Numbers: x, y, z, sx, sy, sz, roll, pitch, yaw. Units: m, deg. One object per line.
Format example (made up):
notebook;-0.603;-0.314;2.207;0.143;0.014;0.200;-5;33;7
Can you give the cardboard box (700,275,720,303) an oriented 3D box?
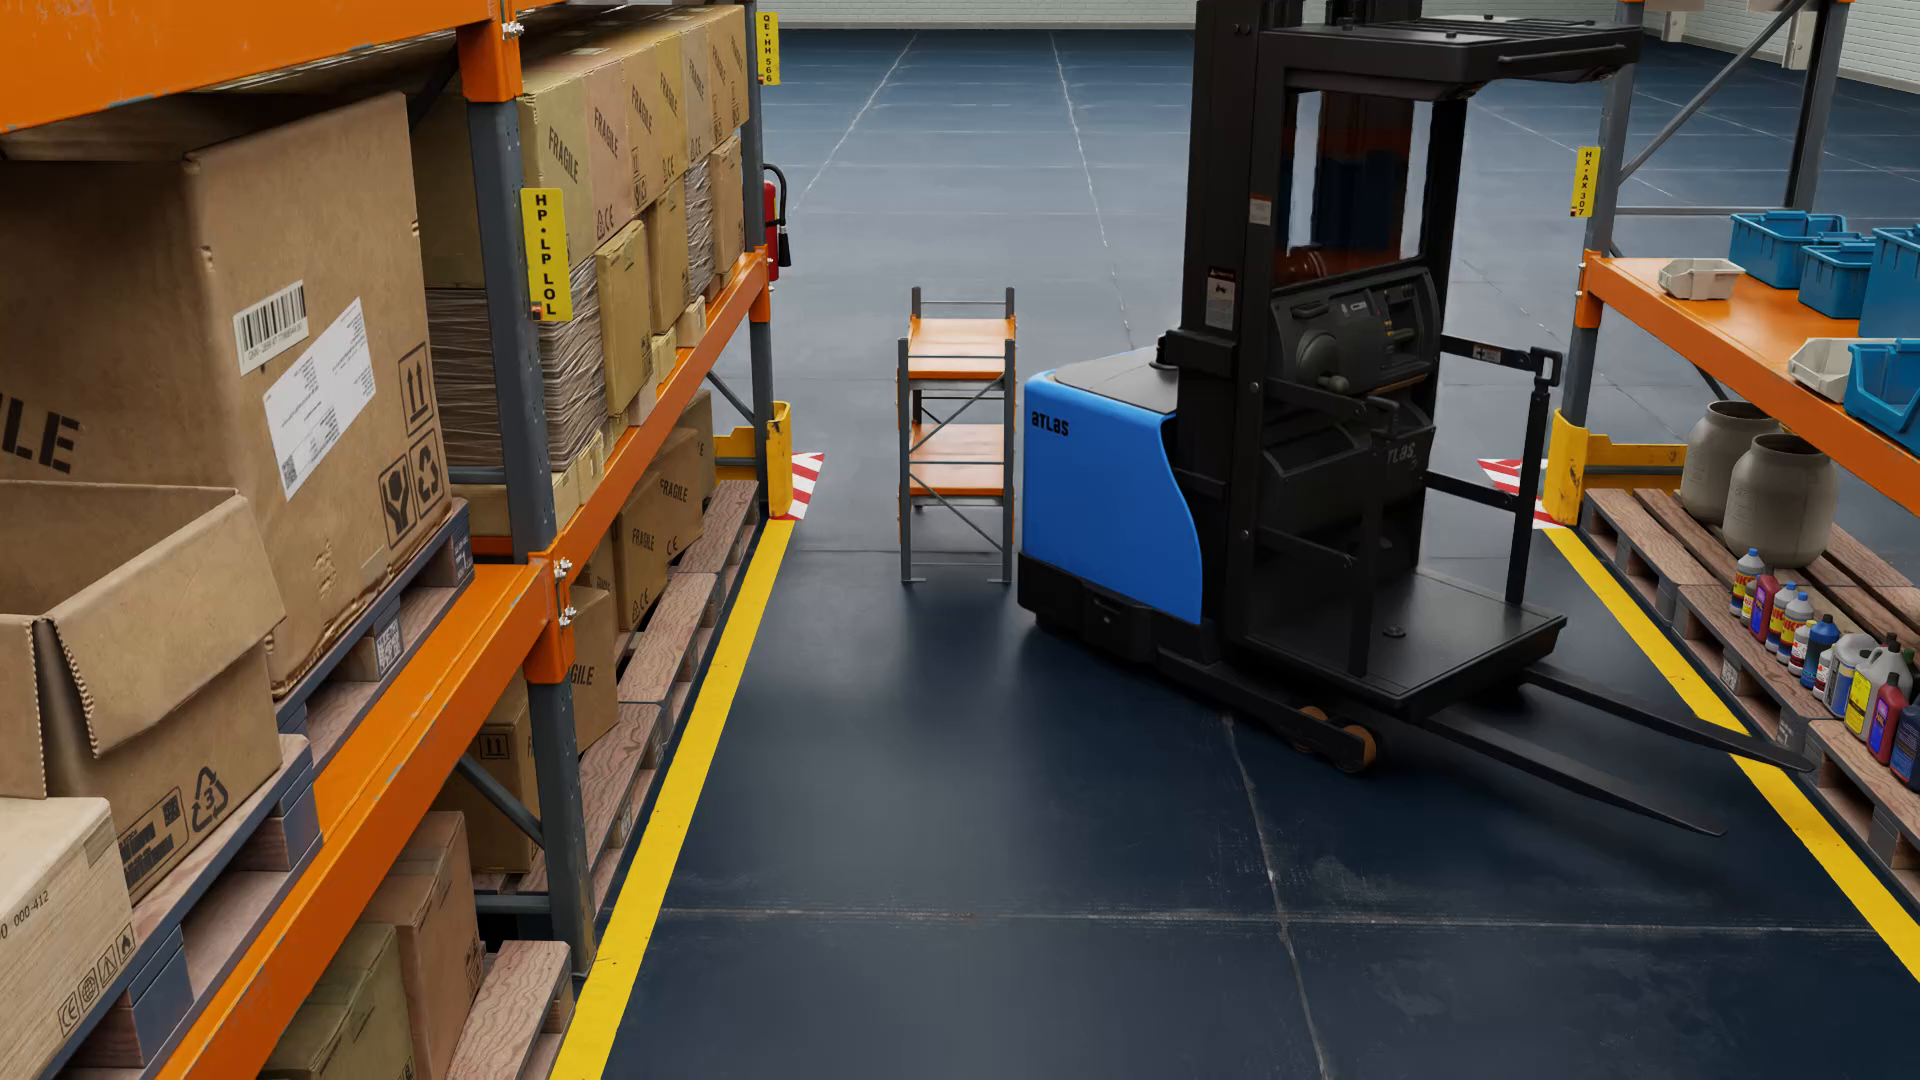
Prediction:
cardboard box;-1.236;-1.115;7.102;0.380;0.149;0.250;1;21;2

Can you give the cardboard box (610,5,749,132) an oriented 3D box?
cardboard box;-1.216;-2.059;7.256;0.500;0.500;0.500;1;21;2

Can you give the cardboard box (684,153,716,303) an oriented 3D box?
cardboard box;-1.444;-1.233;6.511;0.875;0.500;0.500;1;21;2

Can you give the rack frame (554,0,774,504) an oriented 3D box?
rack frame;-1.446;-1.609;8.028;1.000;3.000;0.127;1;21;2

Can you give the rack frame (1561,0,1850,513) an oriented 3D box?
rack frame;3.504;-1.554;7.888;1.000;3.000;0.127;1;21;2

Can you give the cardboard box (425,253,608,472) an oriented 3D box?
cardboard box;-1.492;-0.510;4.647;0.875;0.500;0.500;1;21;2

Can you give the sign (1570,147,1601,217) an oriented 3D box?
sign;2.955;-1.691;7.857;0.100;0.325;0.005;1;21;2

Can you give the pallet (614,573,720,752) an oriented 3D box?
pallet;-1.548;0.452;6.572;1.003;0.211;1.213;1;21;2

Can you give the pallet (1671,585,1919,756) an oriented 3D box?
pallet;3.479;0.507;6.429;1.003;0.211;1.213;1;21;2

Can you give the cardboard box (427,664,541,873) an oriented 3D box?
cardboard box;-1.516;0.663;5.049;0.500;0.500;0.500;0;21;0

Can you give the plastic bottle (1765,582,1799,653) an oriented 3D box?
plastic bottle;3.127;0.289;6.302;0.097;0.271;0.097;0;21;0

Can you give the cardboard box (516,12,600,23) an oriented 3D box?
cardboard box;-1.758;-1.884;6.805;0.500;0.500;0.500;1;21;2

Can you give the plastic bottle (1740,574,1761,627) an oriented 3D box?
plastic bottle;3.135;0.235;6.537;0.097;0.201;0.097;0;21;0

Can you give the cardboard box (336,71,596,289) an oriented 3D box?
cardboard box;-1.300;-0.974;4.460;0.500;0.500;0.500;1;21;2

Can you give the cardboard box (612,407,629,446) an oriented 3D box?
cardboard box;-1.262;-0.391;5.238;0.380;0.149;0.250;1;21;2

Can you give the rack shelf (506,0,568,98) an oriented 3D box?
rack shelf;-1.507;-1.949;5.752;1.077;0.370;4.000;1;21;2

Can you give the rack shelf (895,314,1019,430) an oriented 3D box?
rack shelf;0.000;-0.795;7.713;0.538;0.278;1.000;1;21;2

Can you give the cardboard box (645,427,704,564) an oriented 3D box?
cardboard box;-1.466;-0.197;7.265;0.500;0.500;0.500;6;22;16

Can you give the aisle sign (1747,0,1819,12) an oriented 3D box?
aisle sign;3.804;-2.789;7.476;0.394;0.787;0.004;1;21;2

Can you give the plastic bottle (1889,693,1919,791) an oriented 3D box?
plastic bottle;3.120;0.616;5.347;0.144;0.351;0.185;0;21;-1

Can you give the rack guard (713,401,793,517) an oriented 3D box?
rack guard;-1.448;-0.416;8.410;1.175;0.500;0.348;1;21;2

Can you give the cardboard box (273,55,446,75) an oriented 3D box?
cardboard box;-1.815;-1.160;4.941;0.500;0.500;0.500;1;21;2

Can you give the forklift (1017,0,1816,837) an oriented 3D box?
forklift;1.588;-0.747;5.903;1.130;2.935;3.031;-17;27;-37

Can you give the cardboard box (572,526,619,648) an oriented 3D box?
cardboard box;-1.566;0.230;6.163;0.500;0.500;0.500;-1;21;-3

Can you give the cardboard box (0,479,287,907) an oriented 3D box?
cardboard box;-1.528;0.221;2.588;0.797;0.503;0.637;3;21;7

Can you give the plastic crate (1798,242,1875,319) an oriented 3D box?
plastic crate;3.763;-1.066;6.835;0.499;0.251;0.408;1;21;2

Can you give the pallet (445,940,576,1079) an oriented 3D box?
pallet;-1.590;1.419;4.080;1.003;0.211;1.213;1;21;2

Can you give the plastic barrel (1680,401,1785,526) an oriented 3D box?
plastic barrel;3.561;-0.351;7.647;0.421;0.512;0.421;0;21;0

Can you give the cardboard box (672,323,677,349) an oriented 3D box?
cardboard box;-1.266;-0.753;6.171;0.380;0.149;0.250;1;21;2

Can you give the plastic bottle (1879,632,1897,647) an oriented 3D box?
plastic bottle;3.245;0.473;5.809;0.061;0.283;0.133;1;21;2

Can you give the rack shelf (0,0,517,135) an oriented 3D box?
rack shelf;-1.629;-0.502;2.025;1.077;0.370;4.000;1;21;2

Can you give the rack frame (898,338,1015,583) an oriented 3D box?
rack frame;-0.016;-0.338;7.345;0.500;1.125;0.032;1;21;2

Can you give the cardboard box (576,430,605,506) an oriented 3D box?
cardboard box;-1.240;-0.210;4.771;0.380;0.149;0.250;1;21;2

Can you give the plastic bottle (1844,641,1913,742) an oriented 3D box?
plastic bottle;3.130;0.500;5.648;0.144;0.351;0.185;1;21;1

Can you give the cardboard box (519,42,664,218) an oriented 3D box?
cardboard box;-1.271;-1.335;5.392;0.500;0.500;0.500;1;21;2

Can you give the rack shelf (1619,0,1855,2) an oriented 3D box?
rack shelf;3.444;-1.894;5.612;1.077;0.370;4.000;1;21;2

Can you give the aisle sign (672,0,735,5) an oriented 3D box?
aisle sign;-1.144;-2.840;7.607;0.394;0.787;0.004;1;21;2

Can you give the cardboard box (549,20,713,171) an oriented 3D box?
cardboard box;-1.243;-1.697;6.324;0.500;0.500;0.500;1;21;2

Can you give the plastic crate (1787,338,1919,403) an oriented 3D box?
plastic crate;3.179;-0.575;5.729;0.530;0.136;0.437;1;21;2

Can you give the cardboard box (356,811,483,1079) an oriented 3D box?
cardboard box;-1.608;1.020;4.102;0.700;0.500;0.500;-1;21;-3

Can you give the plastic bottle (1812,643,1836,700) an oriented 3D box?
plastic bottle;3.115;0.468;5.937;0.097;0.201;0.097;0;21;0

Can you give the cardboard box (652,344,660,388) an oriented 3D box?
cardboard box;-1.247;-0.572;5.704;0.380;0.149;0.250;1;21;2

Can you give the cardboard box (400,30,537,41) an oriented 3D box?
cardboard box;-1.780;-1.522;5.873;0.500;0.500;0.500;1;21;2

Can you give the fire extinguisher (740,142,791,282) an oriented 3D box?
fire extinguisher;-0.982;-1.609;8.136;0.296;0.674;0.183;1;21;2

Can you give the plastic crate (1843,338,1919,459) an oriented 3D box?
plastic crate;3.145;-0.442;5.226;0.499;0.251;0.616;1;21;2

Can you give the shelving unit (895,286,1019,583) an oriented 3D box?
shelving unit;0.000;-0.522;7.819;0.538;1.125;1.048;1;21;2

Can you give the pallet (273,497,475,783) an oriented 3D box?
pallet;-1.737;0.202;3.628;1.003;0.211;1.213;1;21;2

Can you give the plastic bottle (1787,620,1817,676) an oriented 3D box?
plastic bottle;3.121;0.393;6.129;0.097;0.201;0.097;0;21;0

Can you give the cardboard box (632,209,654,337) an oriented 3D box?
cardboard box;-1.527;-0.872;5.580;0.875;0.500;0.500;1;21;2

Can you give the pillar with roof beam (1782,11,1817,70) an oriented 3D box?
pillar with roof beam;10.677;-12.704;28.331;9.100;9.000;0.400;1;21;2
